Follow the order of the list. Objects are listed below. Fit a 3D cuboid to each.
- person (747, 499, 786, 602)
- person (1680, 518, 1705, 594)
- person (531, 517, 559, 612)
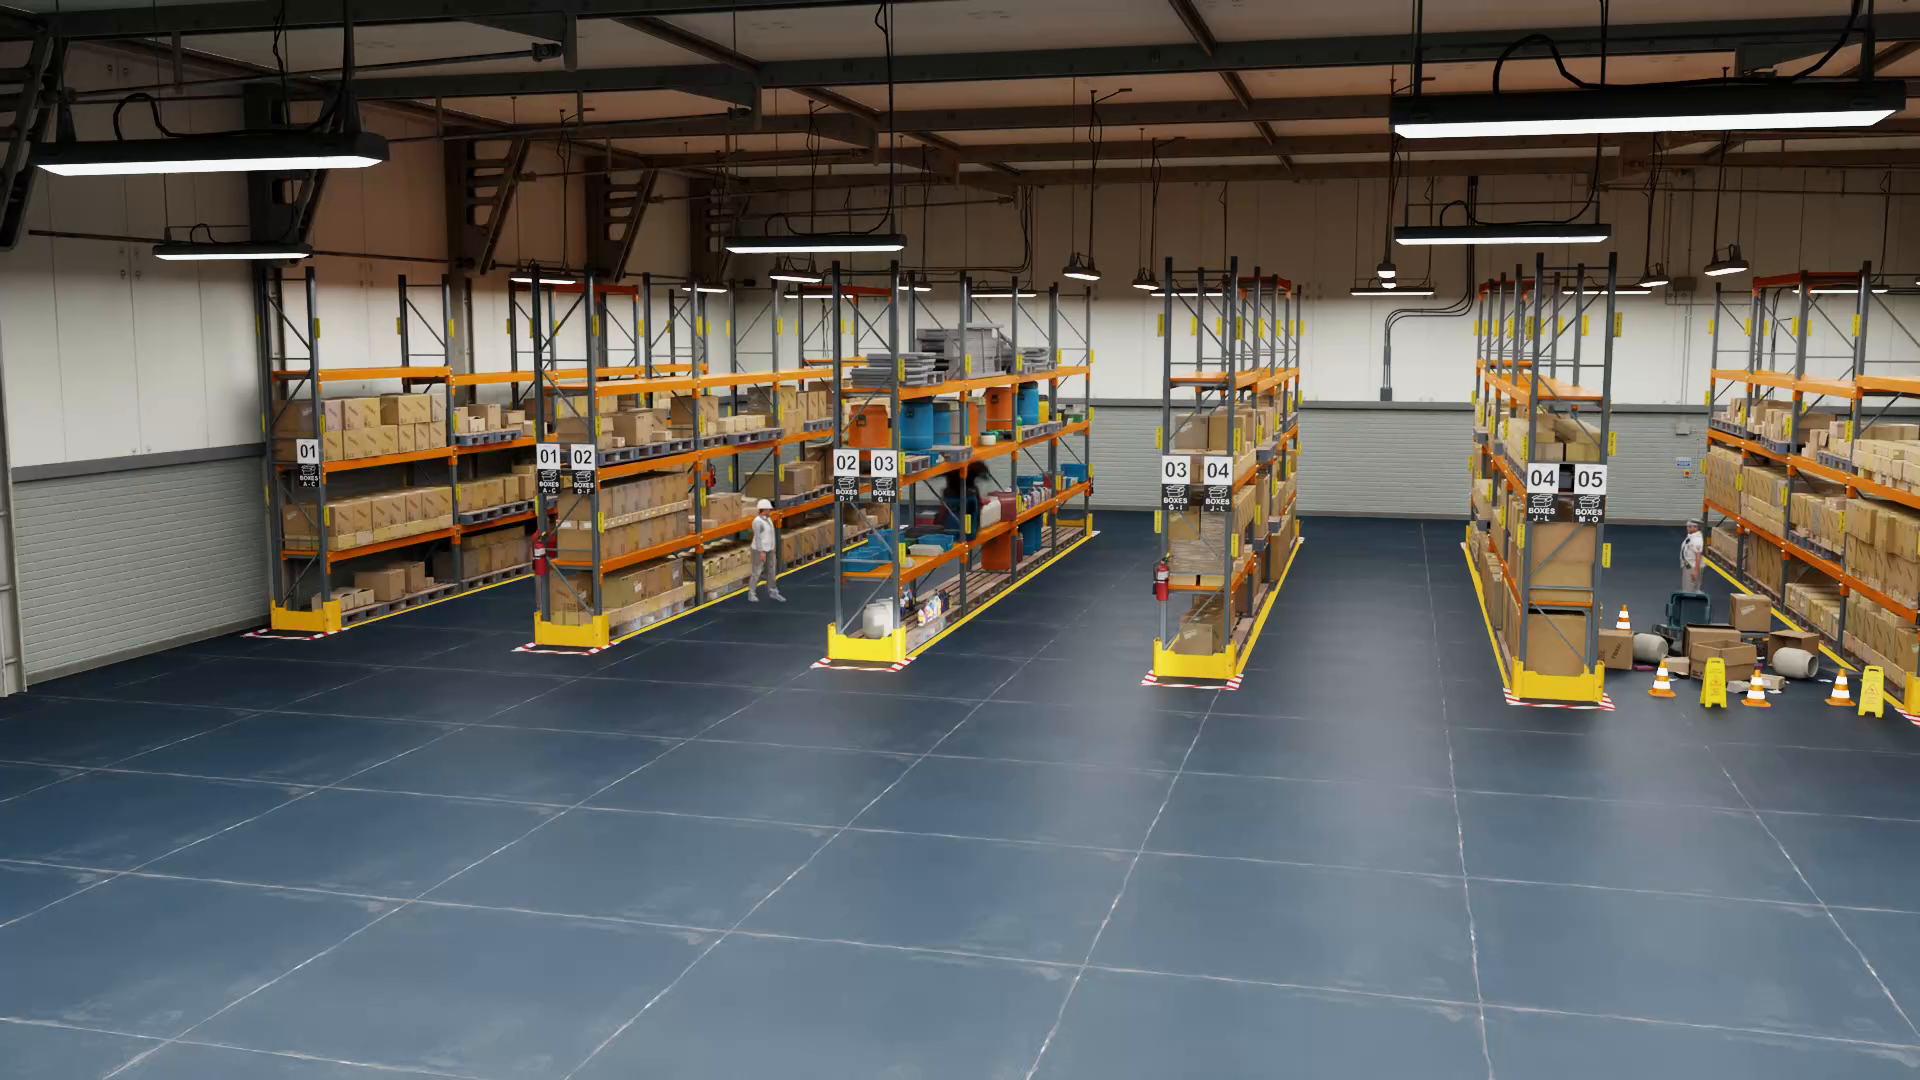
[{"bbox_3d":[-3.395,0.195,28.823,0.502,1.822,0.658,3,8,25],"label":"person"},{"bbox_3d":[12.677,0.492,28.777,0.445,1.770,0.563,6,9,38],"label":"person"},{"bbox_3d":[-7.275,0.458,29.275,0.555,1.749,0.562,7,10,42],"label":"person"}]
